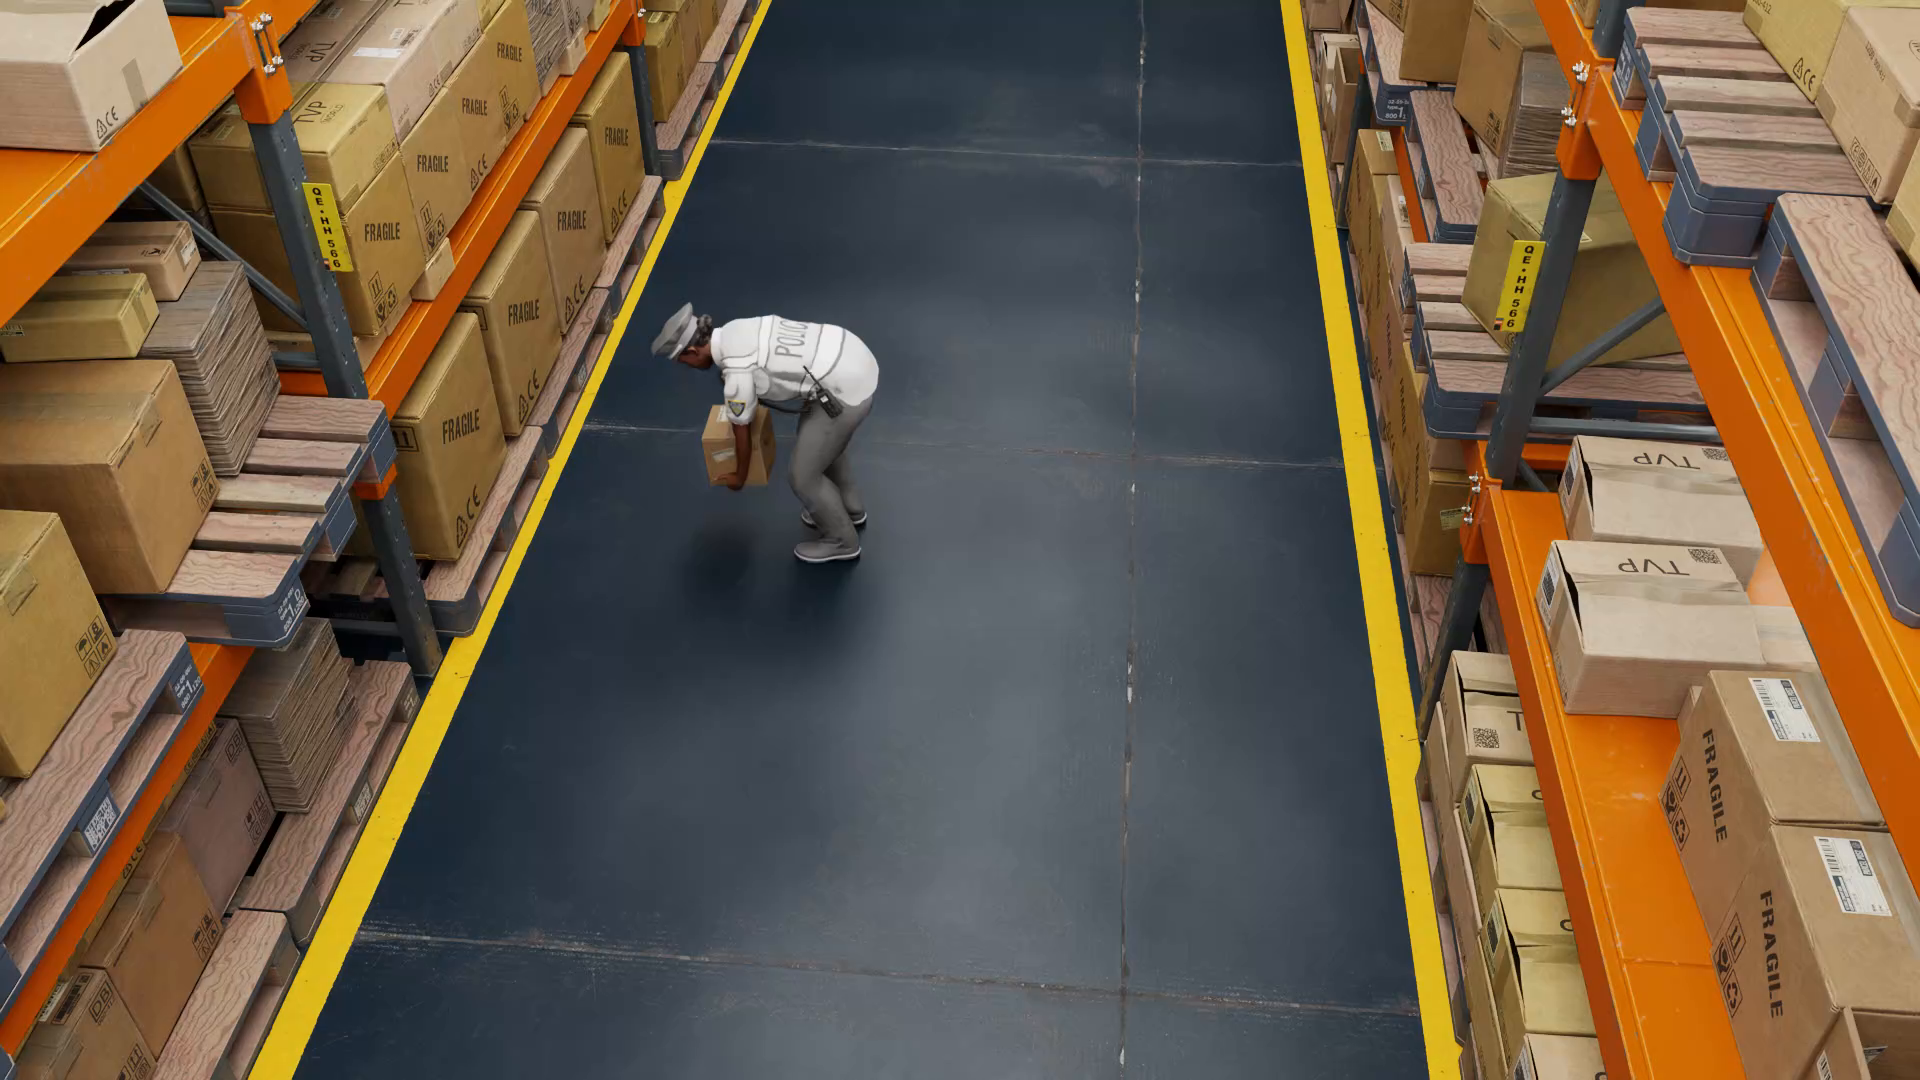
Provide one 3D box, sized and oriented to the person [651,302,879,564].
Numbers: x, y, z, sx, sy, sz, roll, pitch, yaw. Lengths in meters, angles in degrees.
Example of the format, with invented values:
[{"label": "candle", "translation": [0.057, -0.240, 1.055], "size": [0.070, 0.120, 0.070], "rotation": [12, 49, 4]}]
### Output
[{"label": "person", "translation": [-0.803, -0.470, 7.082], "size": [0.931, 1.188, 0.419], "rotation": [2, 40, 2]}]
